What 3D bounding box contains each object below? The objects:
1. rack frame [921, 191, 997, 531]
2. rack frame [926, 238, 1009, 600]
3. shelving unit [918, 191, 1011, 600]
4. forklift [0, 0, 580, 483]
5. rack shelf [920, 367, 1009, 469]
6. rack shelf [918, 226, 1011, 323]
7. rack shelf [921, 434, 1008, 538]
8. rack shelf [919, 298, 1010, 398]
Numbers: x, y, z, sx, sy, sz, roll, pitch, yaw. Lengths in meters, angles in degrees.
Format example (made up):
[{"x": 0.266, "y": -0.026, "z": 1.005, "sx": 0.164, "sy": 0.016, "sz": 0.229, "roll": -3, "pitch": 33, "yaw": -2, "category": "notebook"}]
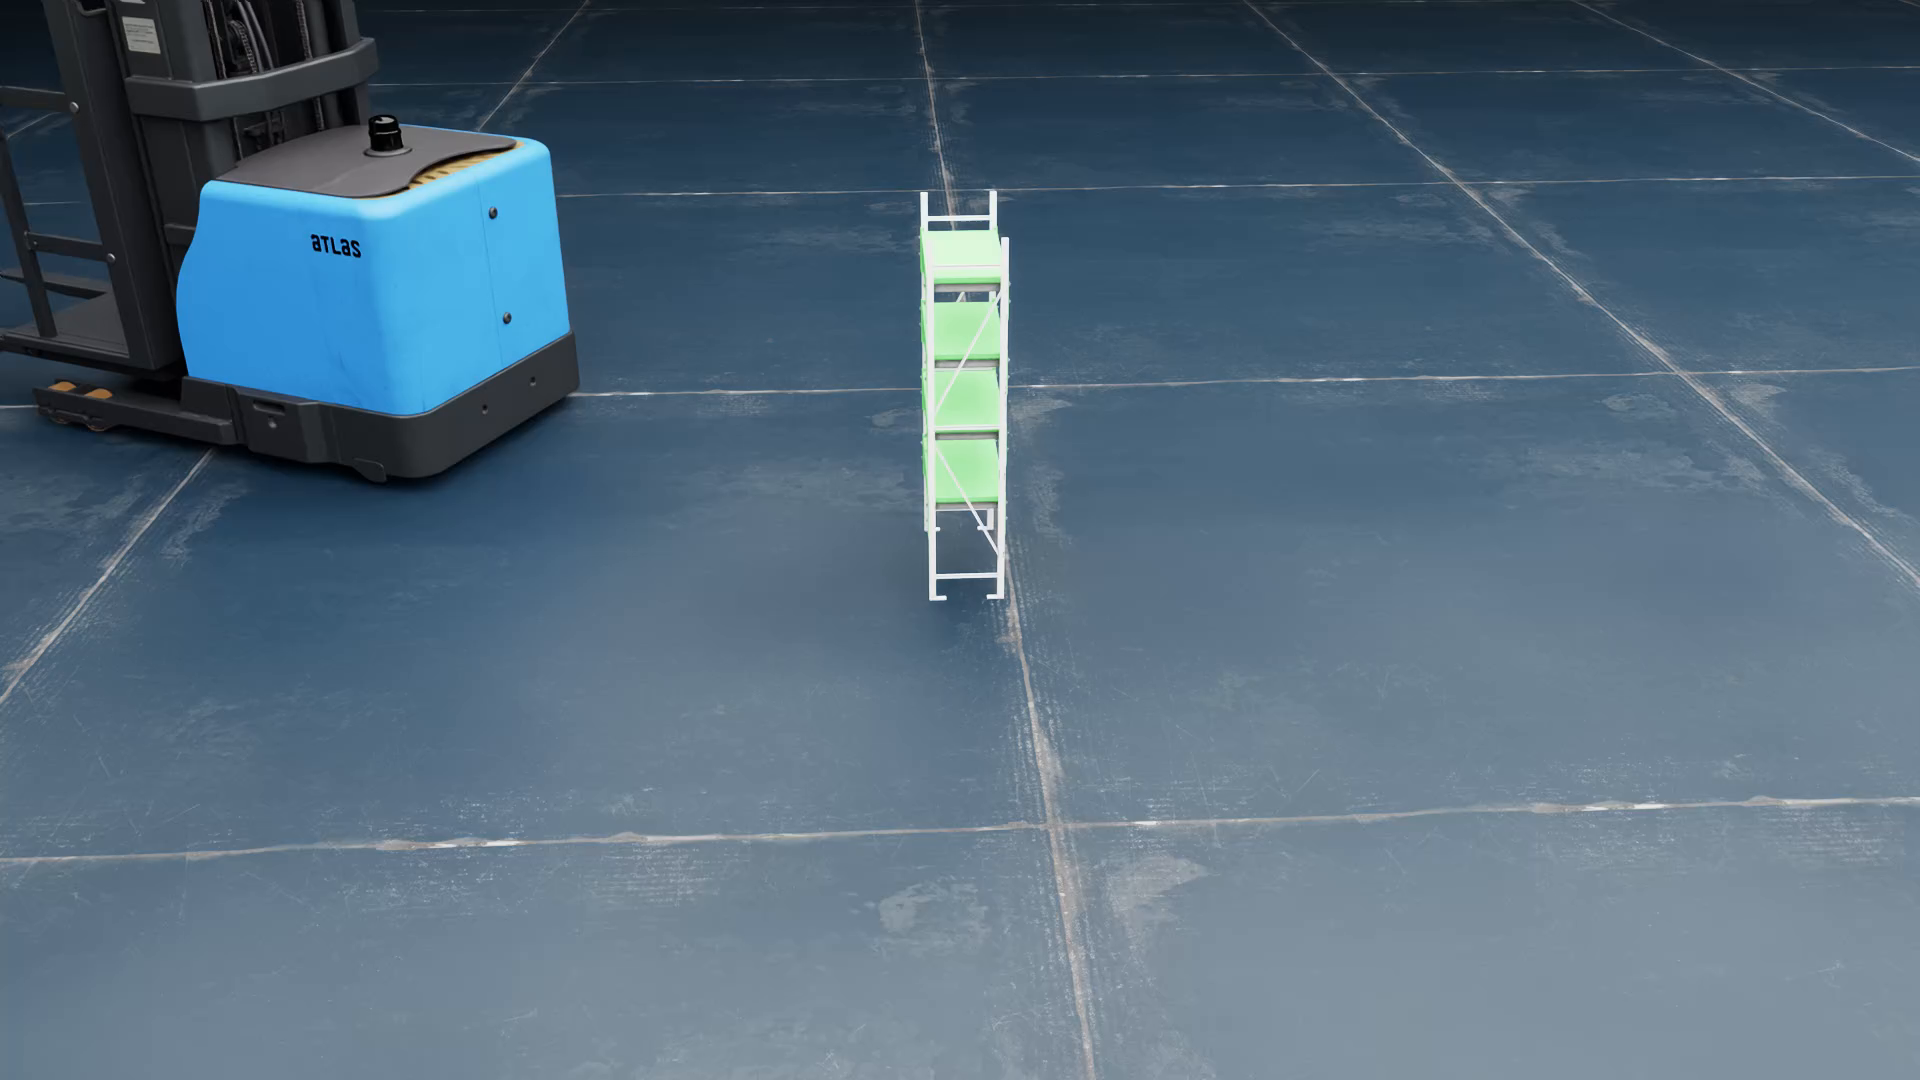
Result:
[{"x": -0.004, "y": -0.568, "z": 5.542, "sx": 0.240, "sy": 1.200, "sz": 0.015, "roll": -1, "pitch": 28, "yaw": -3, "category": "rack frame"}, {"x": 0.021, "y": -0.343, "z": 5.110, "sx": 0.240, "sy": 1.200, "sz": 0.015, "roll": -1, "pitch": 28, "yaw": -3, "category": "rack frame"}, {"x": 0.009, "y": -0.456, "z": 5.326, "sx": 0.258, "sy": 1.200, "sz": 0.503, "roll": -1, "pitch": 28, "yaw": -3, "category": "shelving unit"}, {"x": -3.122, "y": -1.938, "z": 6.296, "sx": 3.031, "sy": 2.935, "sz": 1.130, "roll": 11, "pitch": 29, "yaw": 20, "category": "forklift"}, {"x": 0.009, "y": -0.399, "z": 5.356, "sx": 0.258, "sy": 0.148, "sz": 0.480, "roll": -1, "pitch": 28, "yaw": -3, "category": "rack shelf"}, {"x": 0.009, "y": -0.824, "z": 5.134, "sx": 0.258, "sy": 0.148, "sz": 0.480, "roll": -1, "pitch": 28, "yaw": -3, "category": "rack shelf"}, {"x": 0.009, "y": -0.186, "z": 5.467, "sx": 0.258, "sy": 0.148, "sz": 0.480, "roll": -1, "pitch": 28, "yaw": -3, "category": "rack shelf"}, {"x": 0.009, "y": -0.612, "z": 5.245, "sx": 0.258, "sy": 0.148, "sz": 0.480, "roll": -1, "pitch": 28, "yaw": -3, "category": "rack shelf"}]
